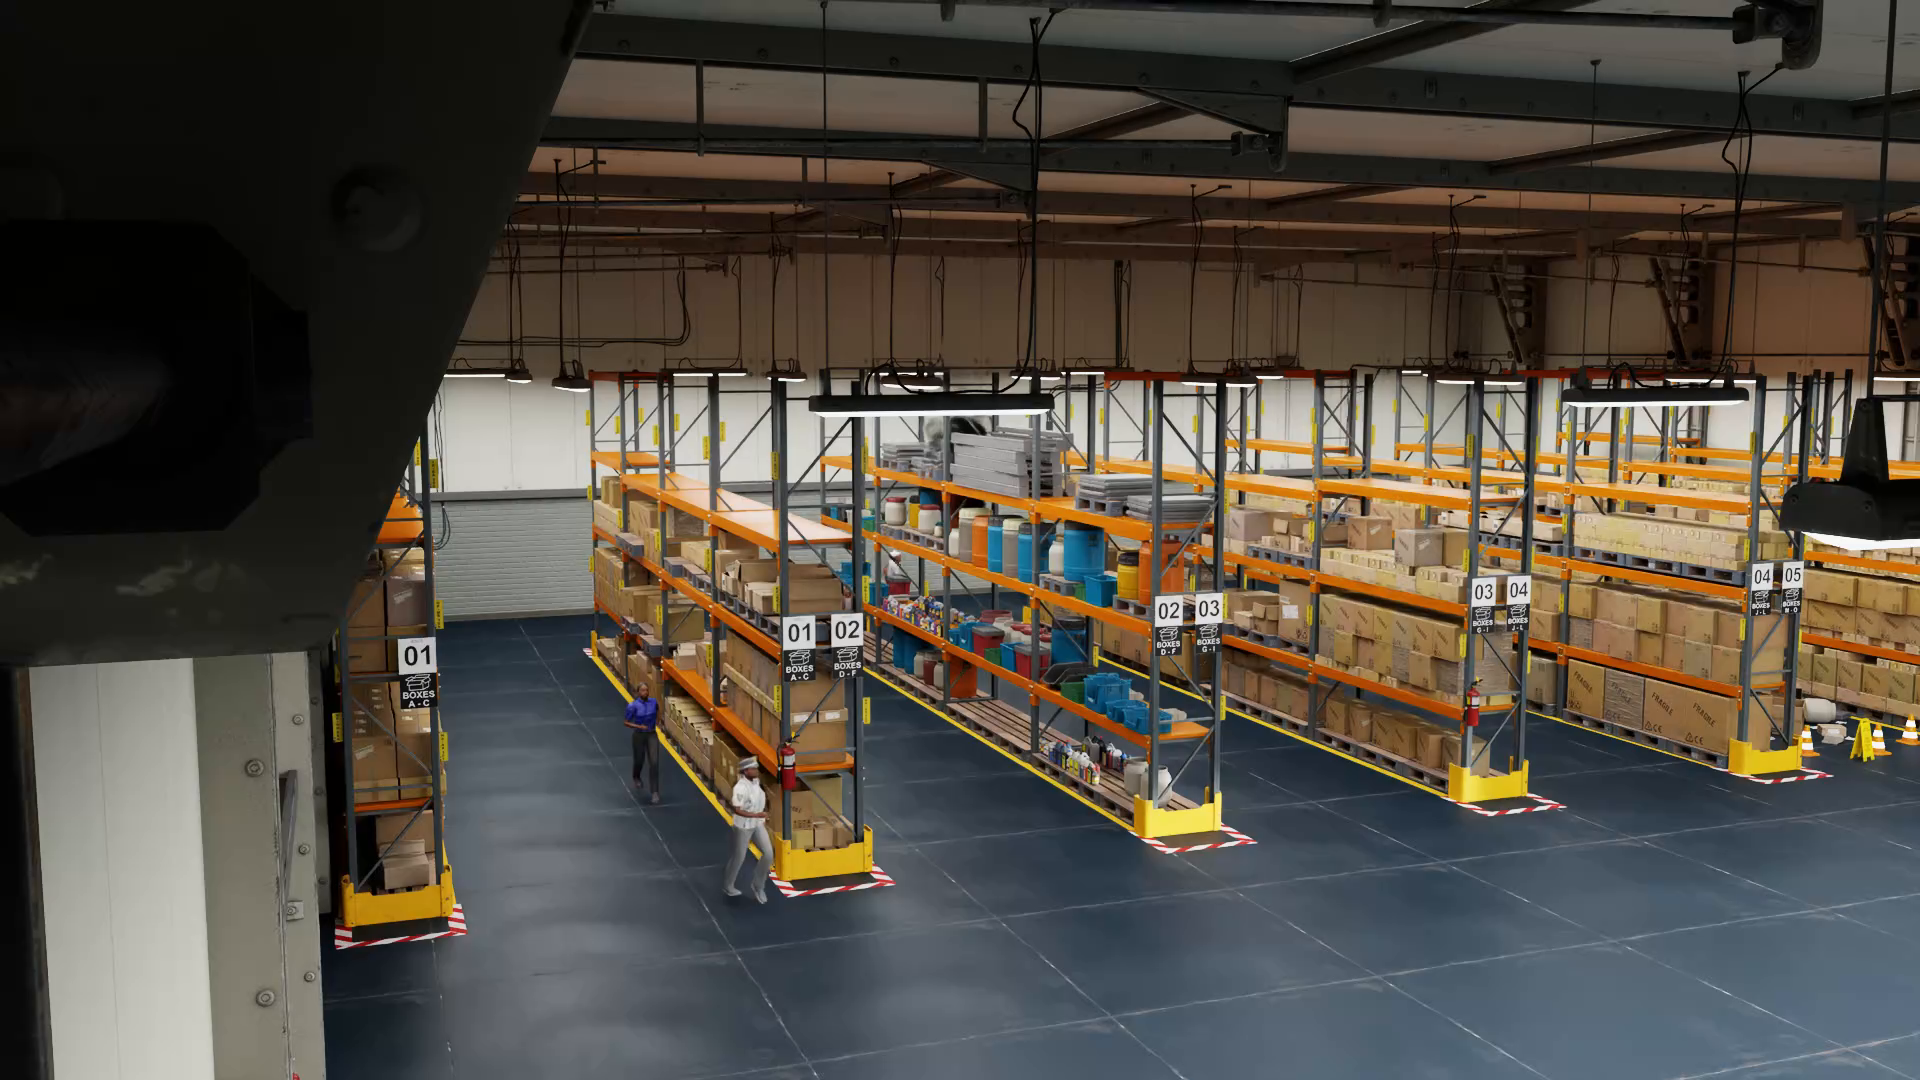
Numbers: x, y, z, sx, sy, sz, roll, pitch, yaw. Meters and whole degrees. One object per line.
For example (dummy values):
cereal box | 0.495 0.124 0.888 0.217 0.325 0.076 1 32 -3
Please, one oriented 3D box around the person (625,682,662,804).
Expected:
person | -4.507 2.849 23.735 0.573 1.672 0.932 -3 7 -25

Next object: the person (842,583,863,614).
person | -2.179 1.714 31.813 0.671 1.801 0.800 -3 7 -26

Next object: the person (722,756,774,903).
person | -2.427 3.352 19.293 0.707 1.740 0.590 5 8 37

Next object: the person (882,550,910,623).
person | -1.512 1.093 39.187 0.657 1.728 0.707 -1 6 -5
